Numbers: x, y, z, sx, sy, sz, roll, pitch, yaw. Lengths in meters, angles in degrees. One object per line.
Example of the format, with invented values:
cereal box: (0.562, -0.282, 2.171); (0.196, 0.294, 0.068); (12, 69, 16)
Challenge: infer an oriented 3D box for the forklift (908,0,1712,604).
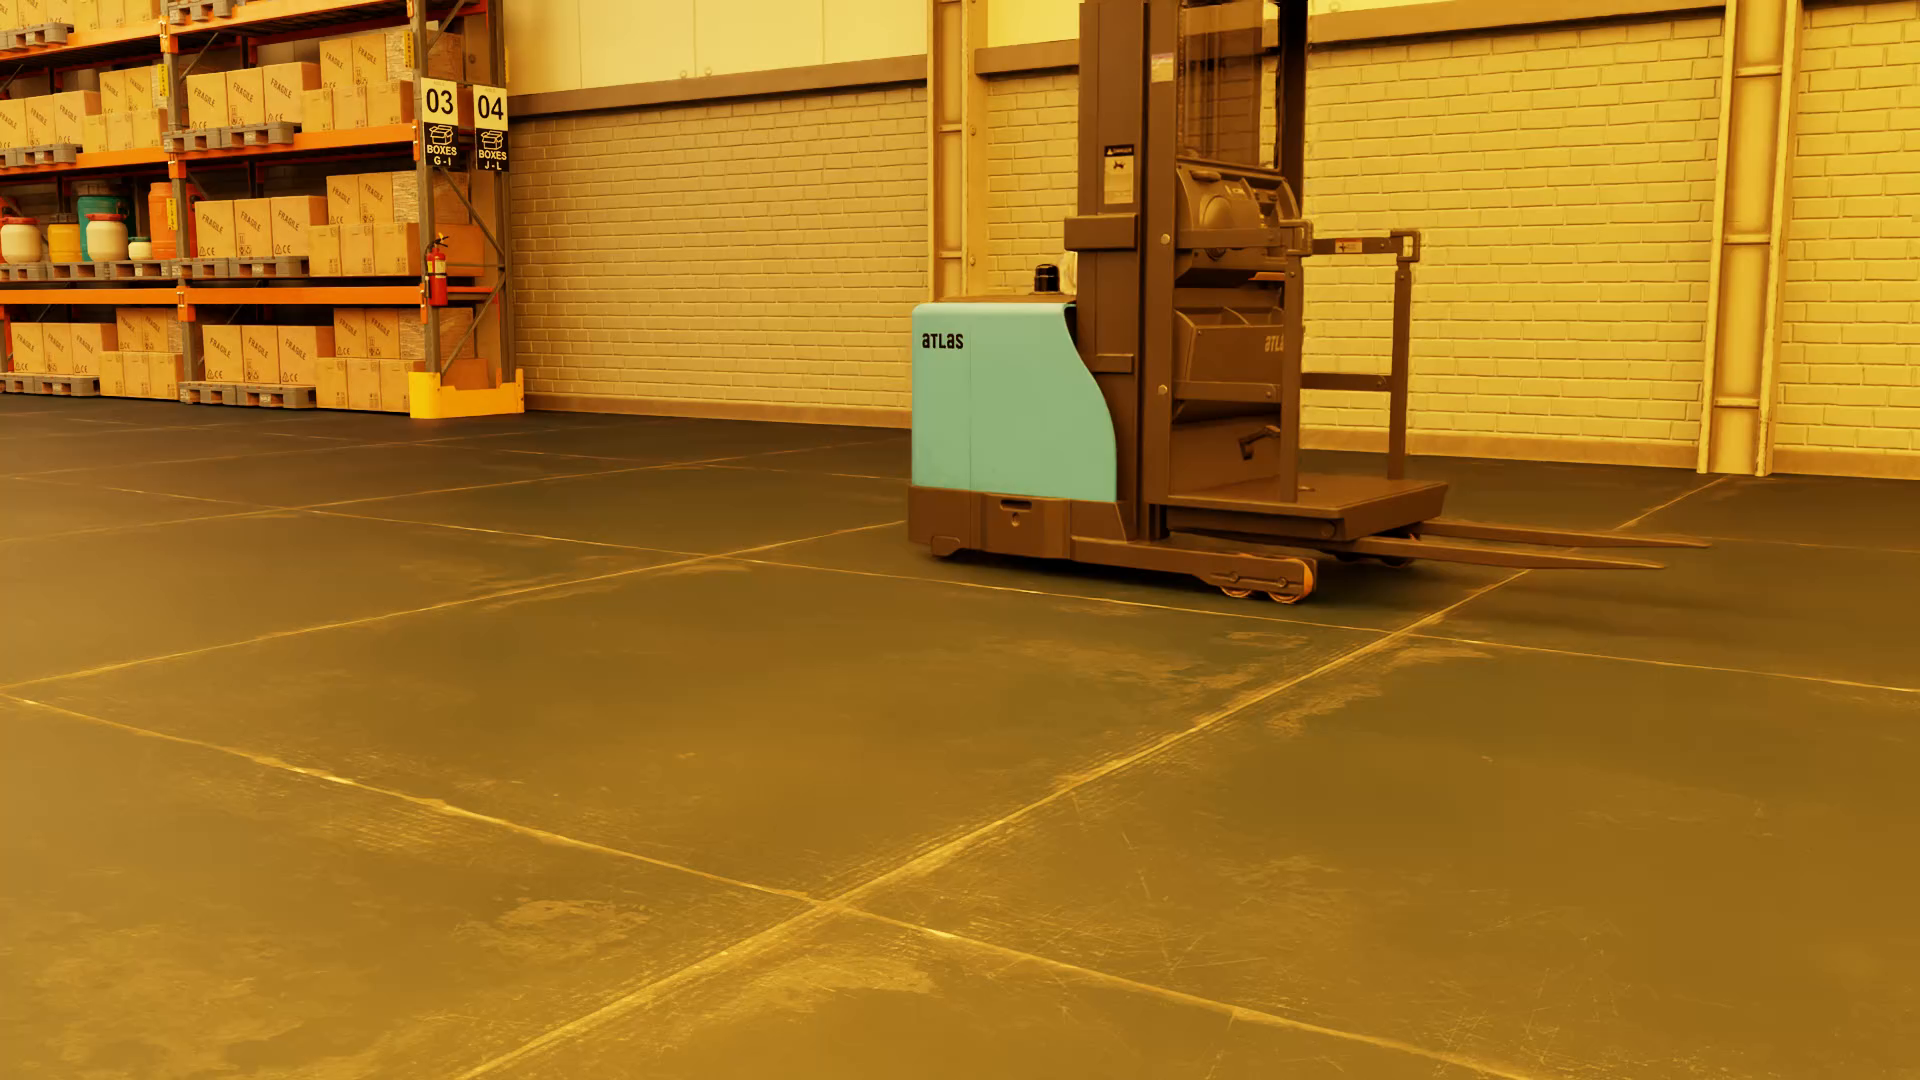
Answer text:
forklift: (1.264, -1.306, 6.374); (3.031, 2.935, 1.130); (6, 10, 36)

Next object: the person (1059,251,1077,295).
person: (0.762, -0.948, 8.061); (0.751, 1.749, 0.420); (3, 9, 18)
